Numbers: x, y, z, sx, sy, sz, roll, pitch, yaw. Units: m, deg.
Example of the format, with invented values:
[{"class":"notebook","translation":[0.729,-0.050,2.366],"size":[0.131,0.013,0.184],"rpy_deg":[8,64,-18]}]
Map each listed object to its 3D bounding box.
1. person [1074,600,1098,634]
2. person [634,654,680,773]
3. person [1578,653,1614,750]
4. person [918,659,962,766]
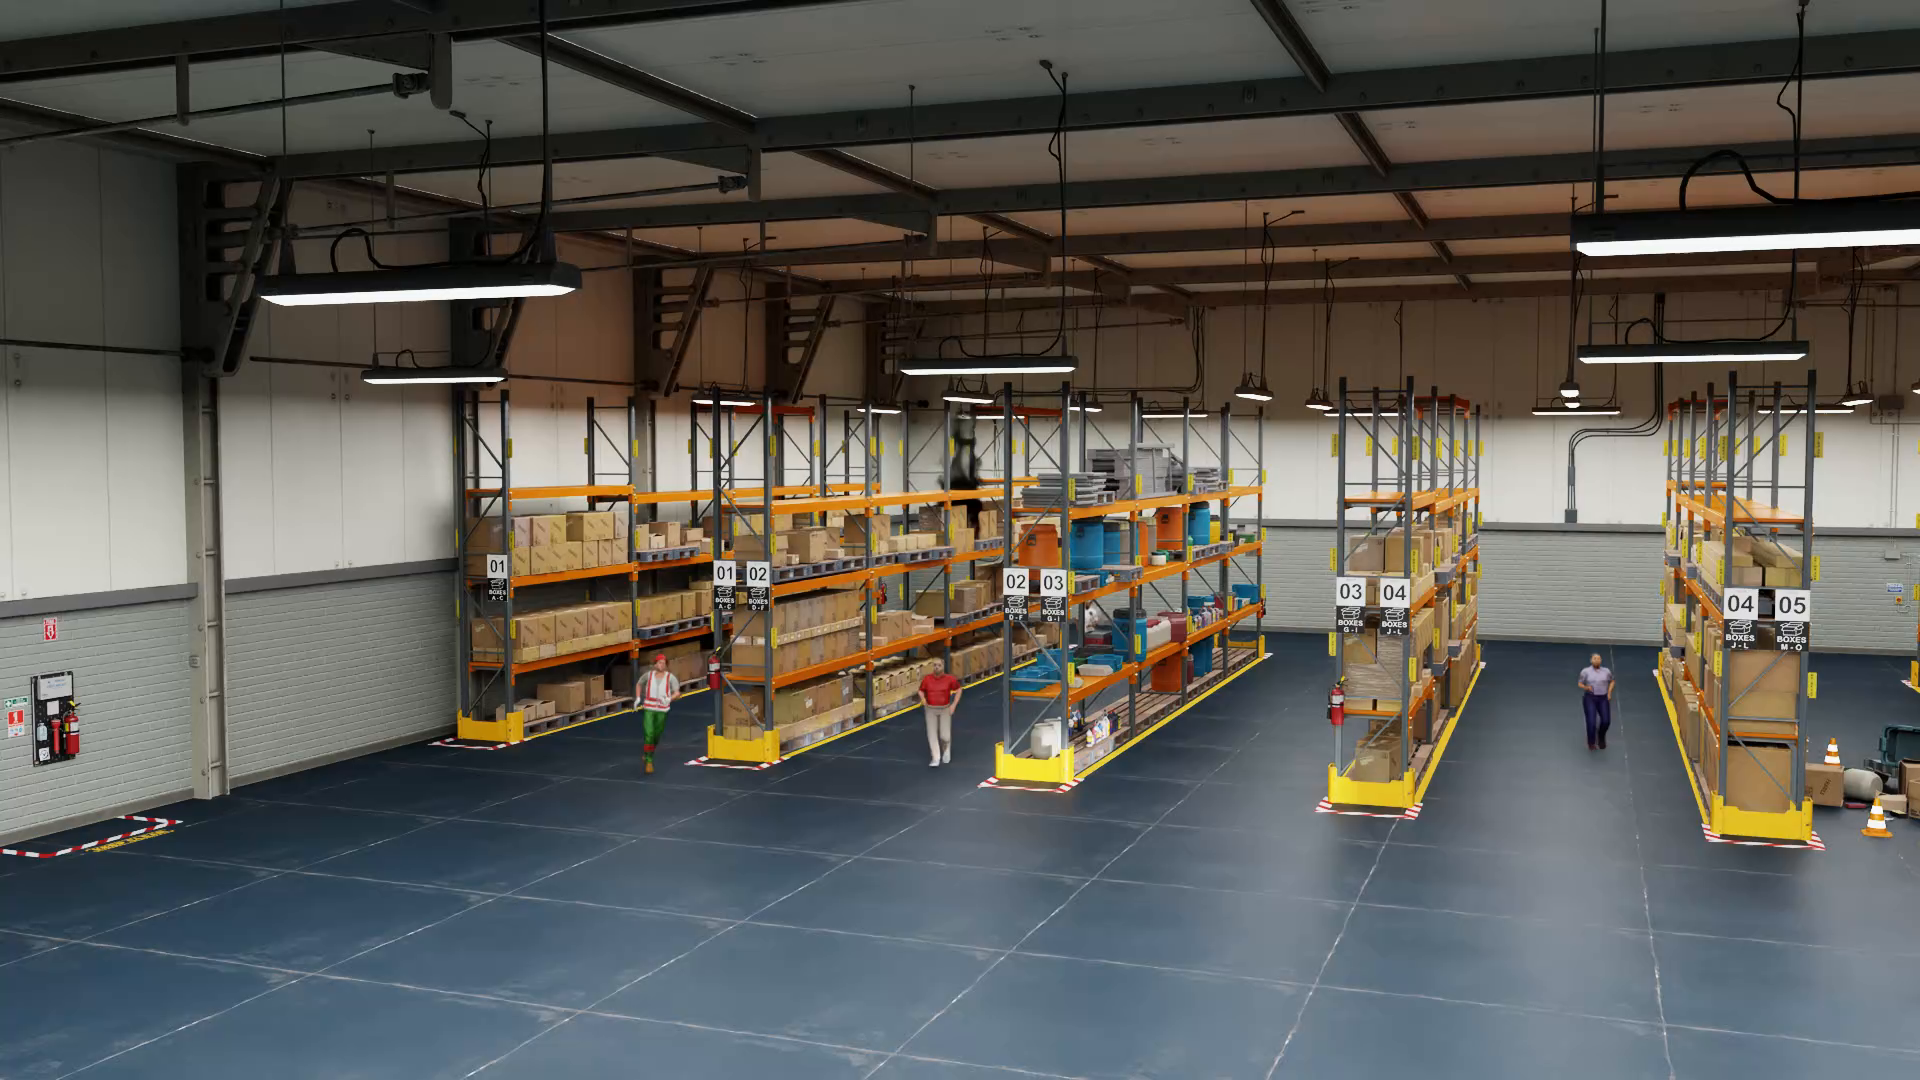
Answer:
[{"class":"person","translation":[2.843,2.096,37.563],"size":[0.564,1.663,0.590],"rpy_deg":[1,3,9]},{"class":"person","translation":[-4.725,2.675,25.947],"size":[0.703,1.763,0.927],"rpy_deg":[-1,3,-13]},{"class":"person","translation":[10.525,2.678,27.463],"size":[0.591,1.618,0.576],"rpy_deg":[1,3,13]},{"class":"person","translation":[-0.334,2.713,26.100],"size":[0.677,1.679,0.600],"rpy_deg":[0,3,8]}]
